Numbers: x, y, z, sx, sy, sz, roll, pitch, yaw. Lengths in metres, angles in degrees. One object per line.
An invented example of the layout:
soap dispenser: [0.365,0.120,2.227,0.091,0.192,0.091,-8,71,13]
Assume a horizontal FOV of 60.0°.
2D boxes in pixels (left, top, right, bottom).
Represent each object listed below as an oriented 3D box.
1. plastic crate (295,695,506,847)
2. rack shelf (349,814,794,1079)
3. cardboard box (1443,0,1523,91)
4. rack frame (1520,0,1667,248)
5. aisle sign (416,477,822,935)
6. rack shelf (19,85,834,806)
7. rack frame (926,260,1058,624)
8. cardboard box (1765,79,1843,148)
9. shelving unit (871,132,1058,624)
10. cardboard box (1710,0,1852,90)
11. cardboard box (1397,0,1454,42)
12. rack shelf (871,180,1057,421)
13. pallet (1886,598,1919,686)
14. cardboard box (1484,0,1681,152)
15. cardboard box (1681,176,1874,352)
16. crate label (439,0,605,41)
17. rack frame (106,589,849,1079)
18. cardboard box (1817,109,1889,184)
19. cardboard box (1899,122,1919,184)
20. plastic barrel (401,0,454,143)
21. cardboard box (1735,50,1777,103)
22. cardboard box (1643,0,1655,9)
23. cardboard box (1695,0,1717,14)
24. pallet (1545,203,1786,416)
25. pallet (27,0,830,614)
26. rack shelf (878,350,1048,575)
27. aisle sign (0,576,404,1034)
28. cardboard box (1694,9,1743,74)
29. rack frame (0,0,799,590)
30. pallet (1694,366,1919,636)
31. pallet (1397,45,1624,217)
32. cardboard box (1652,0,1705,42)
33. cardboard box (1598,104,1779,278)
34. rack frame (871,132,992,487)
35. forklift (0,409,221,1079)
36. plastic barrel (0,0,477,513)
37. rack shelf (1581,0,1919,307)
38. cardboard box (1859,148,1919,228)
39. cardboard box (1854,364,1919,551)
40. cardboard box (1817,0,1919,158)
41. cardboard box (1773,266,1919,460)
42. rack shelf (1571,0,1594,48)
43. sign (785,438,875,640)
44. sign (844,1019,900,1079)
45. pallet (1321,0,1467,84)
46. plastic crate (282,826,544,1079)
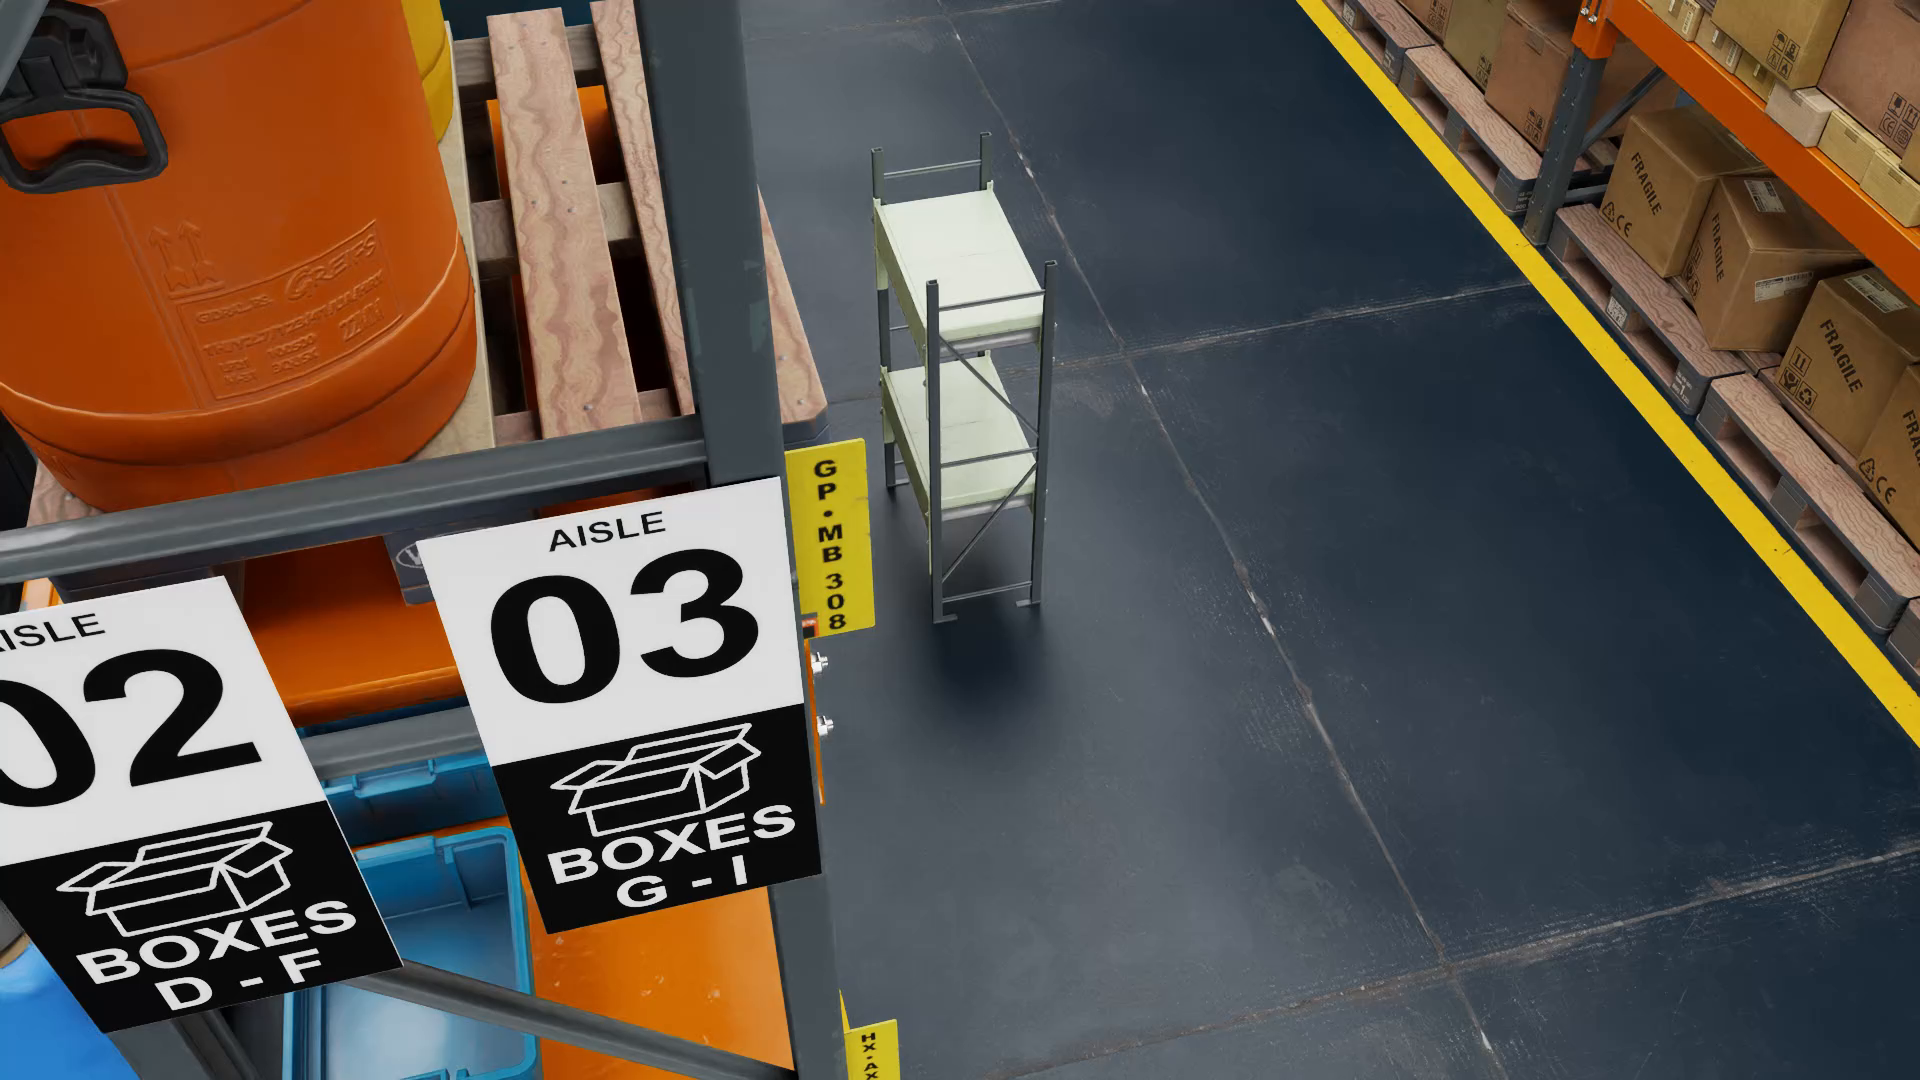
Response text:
plastic crate: [-1.270,0.468,3.795,0.499,0.251,0.408,-11,47,-10]
rack shelf: [-1.204,0.027,4.627,1.077,0.370,4.000,-11,47,-10]
cardboard box: [2.832,-2.551,8.092,0.700,0.500,0.500,-11,47,-11]
rack frame: [3.072,-2.511,6.611,1.000,3.000,0.127,-11,47,-10]
aisle sign: [-0.390,0.242,2.092,0.394,0.787,0.004,-11,47,-10]
rack shelf: [-1.204,-1.023,3.556,1.077,0.370,4.000,-11,47,-10]
rack frame: [0.095,-0.268,5.462,0.400,1.500,0.023,-11,47,-10]
cardboard box: [3.076,-1.526,5.821,0.380,0.149,0.250,-11,47,-10]
shelving unit: [0.002,-0.520,5.710,0.431,1.500,0.755,-11,47,-10]
cardboard box: [3.221,-1.977,5.809,0.875,0.500,0.500,-11,47,-10]
cardboard box: [2.688,-2.937,8.470,0.700,0.500,0.500,-14,47,-14]
rack shelf: [0.002,-0.793,5.431,0.431,0.370,0.720,-11,47,-10]
pallet: [3.903,0.607,5.508,1.003,0.211,1.213,-11,47,-10]
cardboard box: [2.935,-2.218,7.766,0.700,0.500,0.500,-14,47,-13]
cardboard box: [3.290,-1.106,6.689,0.500,0.500,0.500,3,46,2]
crate label: [-0.852,-1.194,3.324,0.502,0.251,0.408,-11,47,-10]
rack frame: [-0.692,1.156,3.017,1.000,3.000,0.127,-11,47,-10]
cardboard box: [3.180,-1.361,5.660,0.380,0.149,0.250,-11,47,-10]
cardboard box: [3.535,-1.297,5.143,0.875,0.500,0.500,-11,47,-10]
plastic barrel: [-1.107,-0.870,2.477,0.600,0.588,0.600,0,46,0]
cardboard box: [3.051,-1.706,5.998,0.380,0.149,0.250,-11,47,-10]
cardboard box: [2.836,-2.220,6.501,0.380,0.149,0.250,-11,47,-10]
cardboard box: [3.127,-2.328,6.153,0.875,0.500,0.500,-11,47,-10]
pallet: [3.278,-1.078,7.158,1.003,0.211,1.213,-11,47,-10]
pallet: [-0.809,-0.417,2.590,1.003,0.211,1.213,-11,47,-10]
rack shelf: [0.002,-0.292,5.943,0.431,0.370,0.720,-11,47,-10]
aisle sign: [-0.961,0.350,1.986,0.394,0.787,0.004,-11,47,-10]
cardboard box: [2.978,-1.877,6.165,0.380,0.149,0.250,-11,47,-10]
rack frame: [-0.692,-0.944,0.874,1.000,3.000,0.127,-11,47,-10]
pallet: [3.594,-0.234,6.331,1.003,0.211,1.213,-11,47,-10]
pallet: [2.871,-2.072,8.133,1.003,0.211,1.213,-11,47,-10]
cardboard box: [2.888,-2.045,6.330,0.380,0.149,0.250,-11,47,-10]
cardboard box: [3.136,-1.500,7.076,0.500,0.500,0.500,-12,47,-12]
rack frame: [-0.092,-0.773,5.957,0.400,1.500,0.023,-11,47,-10]
forklift: [-2.987,-0.194,4.388,1.130,2.935,3.031,-13,47,-12]
plastic barrel: [-0.939,-0.503,1.948,0.600,0.830,0.708,-11,47,-10]
rack shelf: [3.584,-0.878,5.514,1.077,0.370,4.000,-11,47,-10]
cardboard box: [3.233,-1.187,5.488,0.380,0.149,0.250,-11,47,-10]
cardboard box: [3.624,-0.298,5.898,0.500,0.500,0.500,-7,46,-7]
cardboard box: [3.447,-1.650,5.488,0.875,0.500,0.500,-11,47,-10]
cardboard box: [3.524,-0.691,6.283,0.500,0.500,0.500,-15,47,-14]
rack shelf: [2.560,-3.640,8.221,1.077,0.370,4.000,-11,47,-10]
sign: [-0.159,0.006,2.038,0.100,0.325,0.005,-11,47,-10]
sign: [-0.159,0.962,3.013,0.100,0.325,0.005,-11,47,-10]
pallet: [2.555,-2.916,8.960,1.003,0.211,1.213,-11,47,-10]
plastic crate: [-1.109,0.917,3.355,0.499,0.251,0.616,-11,47,-10]
